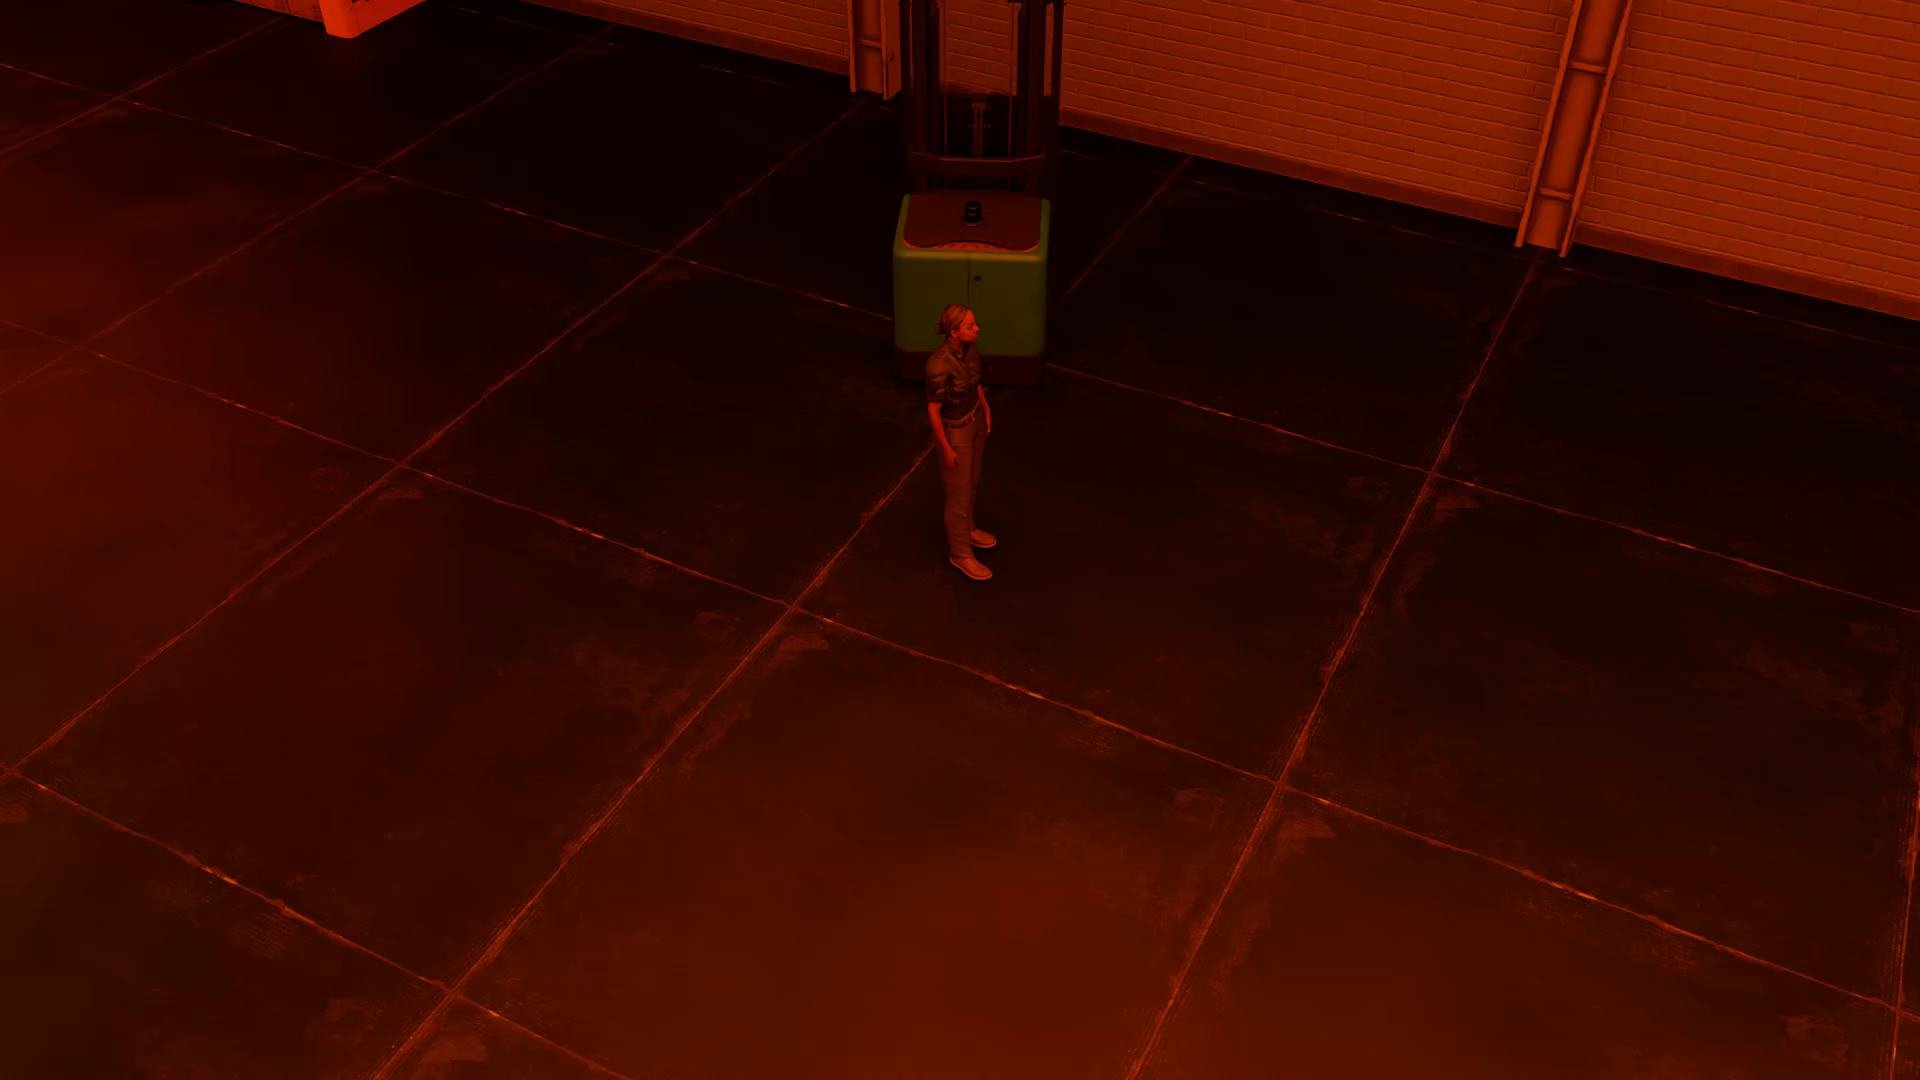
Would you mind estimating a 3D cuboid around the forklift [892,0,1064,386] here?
[{"bbox_3d":[0.161,-3.117,11.687,1.130,2.935,3.031,3,40,3],"label":"forklift"}]

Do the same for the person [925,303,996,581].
[{"bbox_3d":[0.069,-0.601,9.679,0.504,1.655,0.569,18,43,21],"label":"person"}]
